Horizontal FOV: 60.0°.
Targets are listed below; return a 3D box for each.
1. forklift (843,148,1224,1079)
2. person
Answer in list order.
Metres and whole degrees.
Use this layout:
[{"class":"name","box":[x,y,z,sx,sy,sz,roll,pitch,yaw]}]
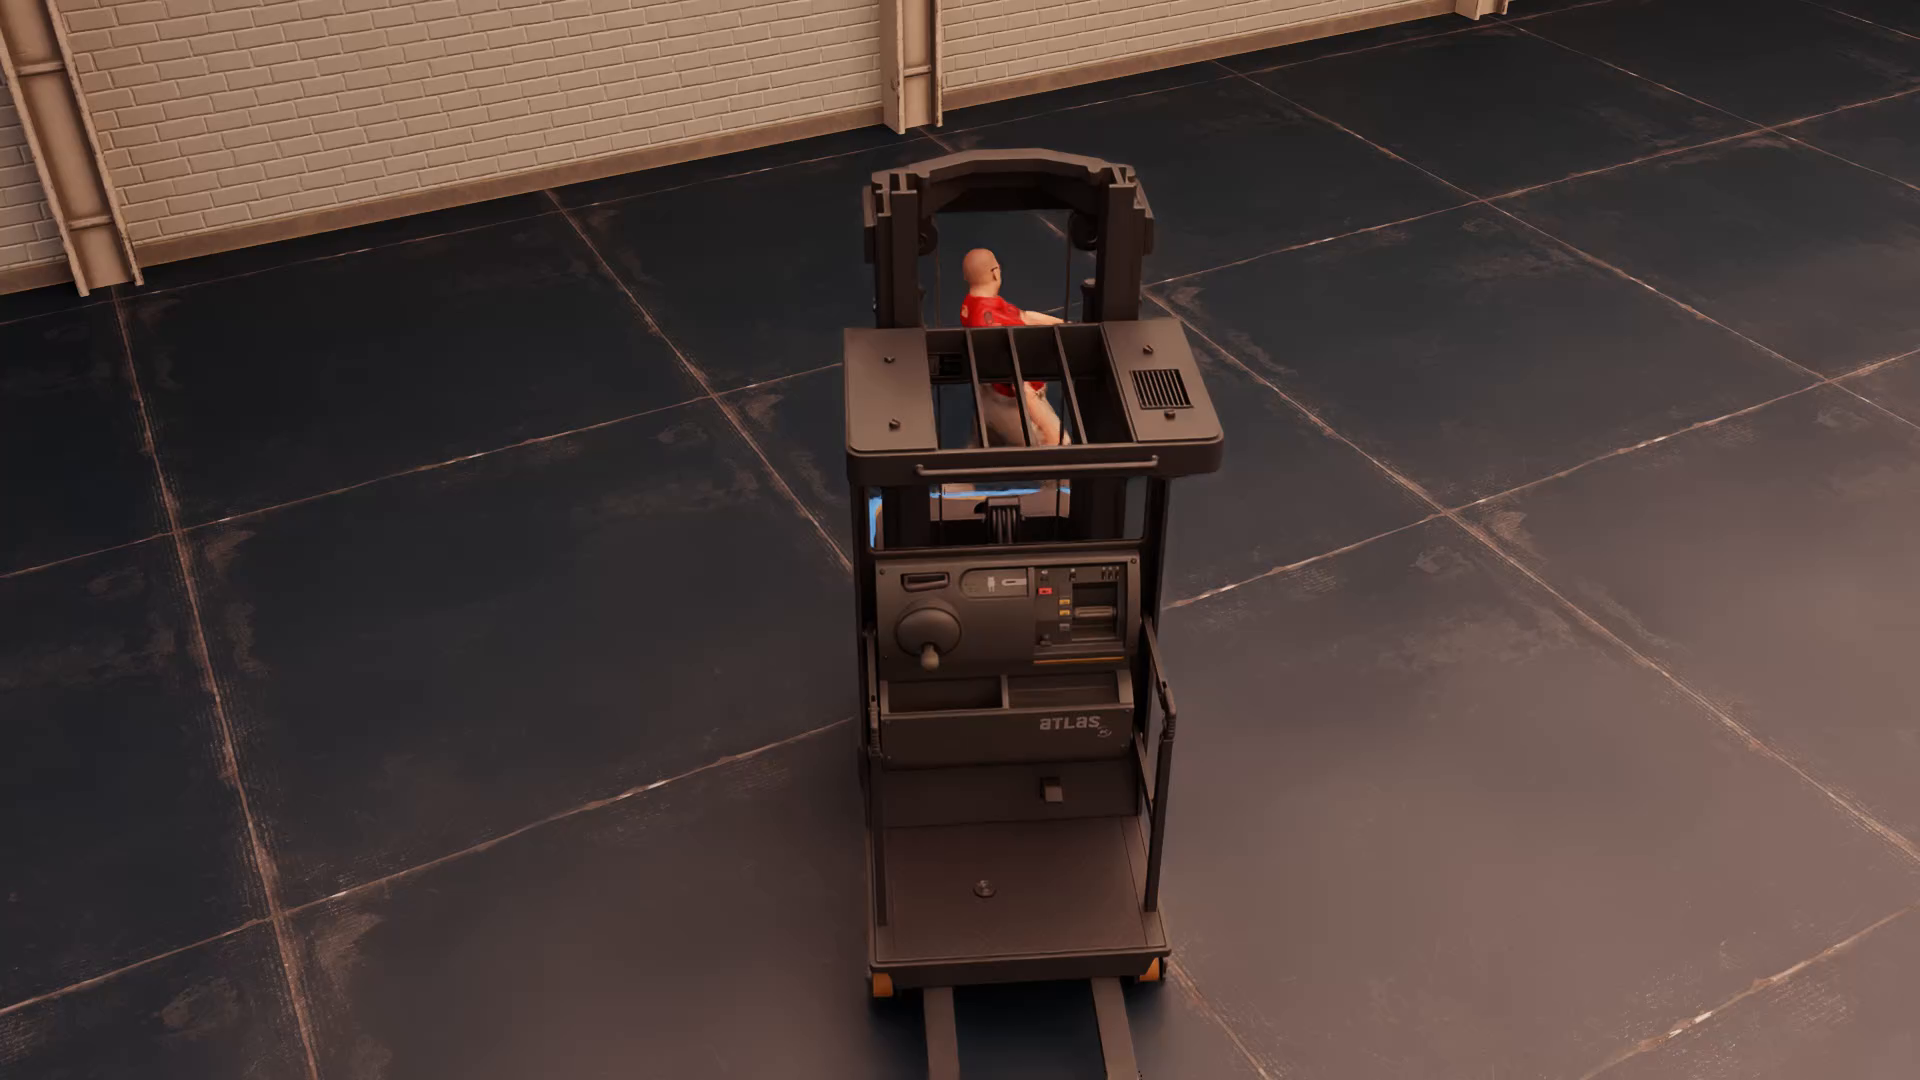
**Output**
[{"class":"forklift","box":[0.188,0.314,5.679,1.130,2.935,3.031,-2,35,-3]},{"class":"person","box":[0.337,-0.654,8.191,0.851,1.605,0.773,-17,39,-22]}]
